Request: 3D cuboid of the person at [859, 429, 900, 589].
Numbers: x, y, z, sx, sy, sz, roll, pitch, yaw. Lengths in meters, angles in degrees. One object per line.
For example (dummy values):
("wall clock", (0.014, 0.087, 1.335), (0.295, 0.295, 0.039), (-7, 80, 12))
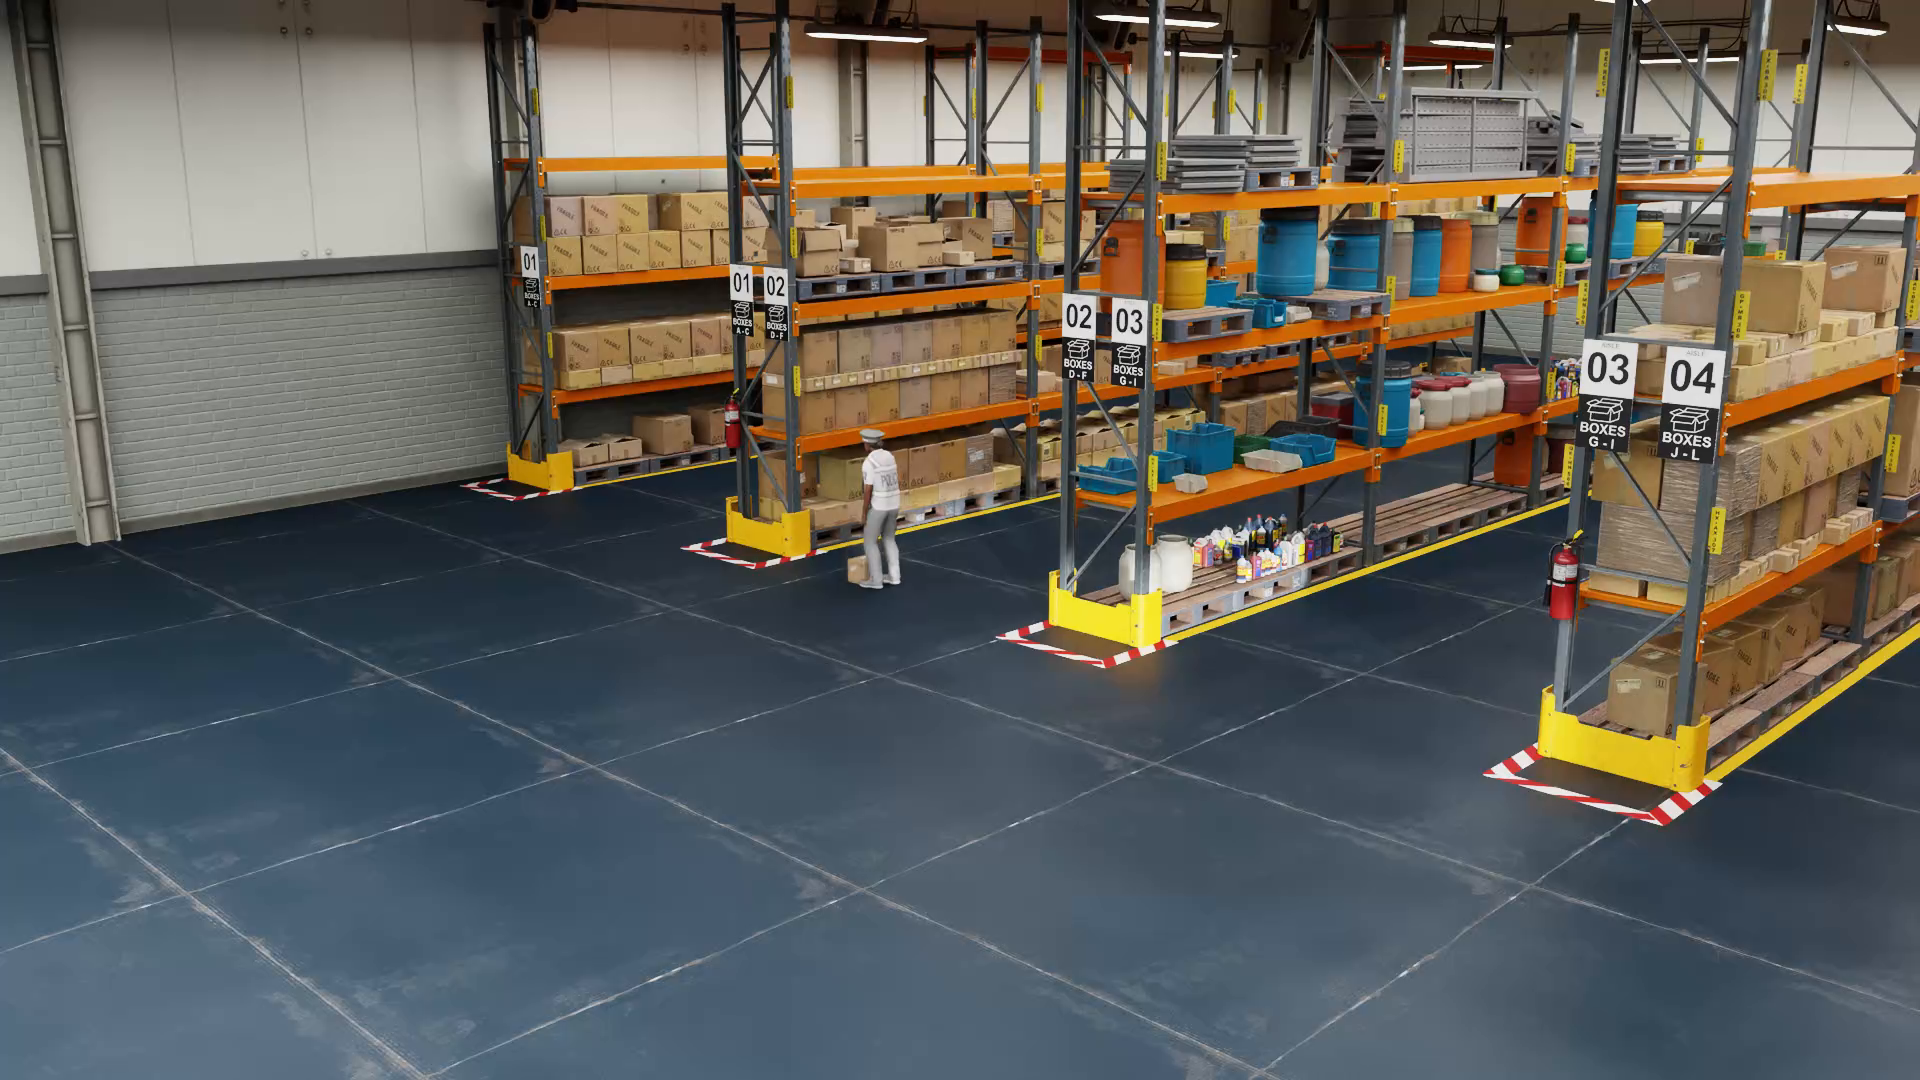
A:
("person", (-0.834, -0.324, 17.322), (0.397, 1.655, 0.515), (12, 18, 40))
